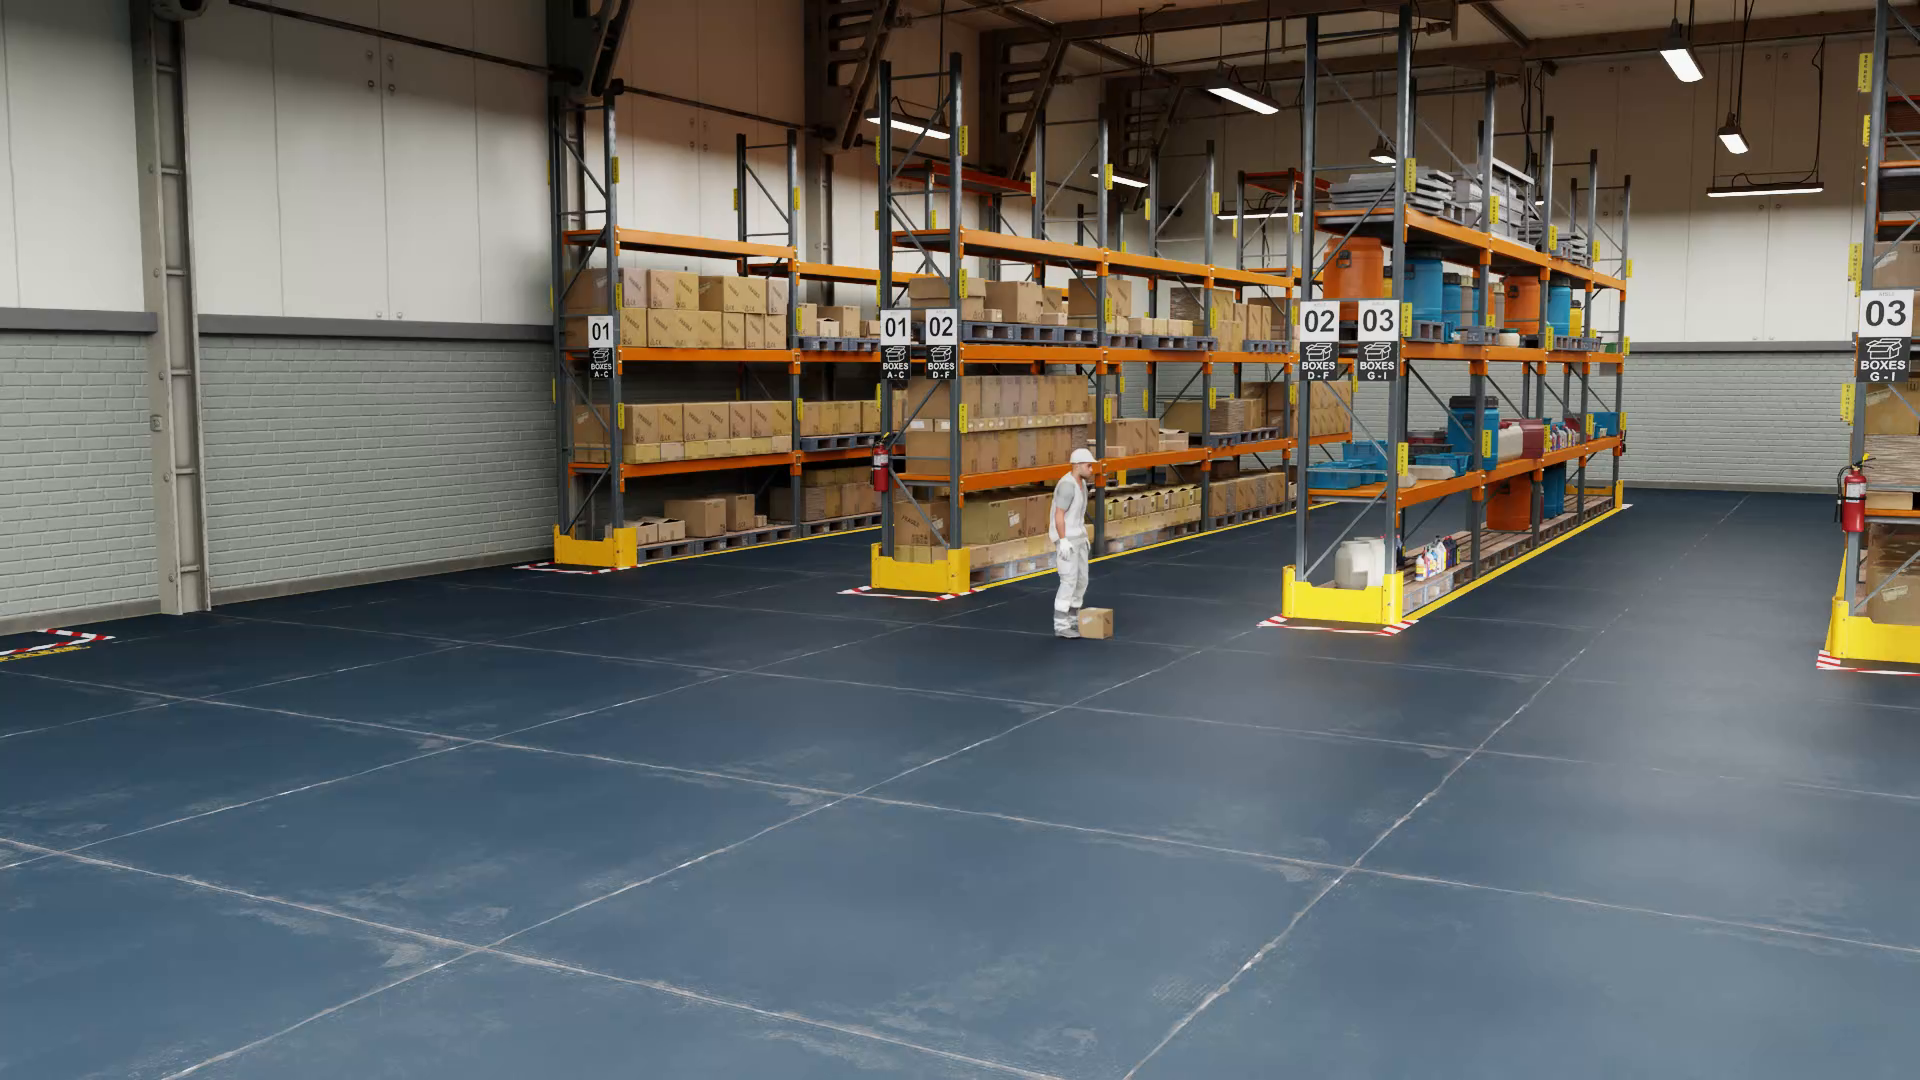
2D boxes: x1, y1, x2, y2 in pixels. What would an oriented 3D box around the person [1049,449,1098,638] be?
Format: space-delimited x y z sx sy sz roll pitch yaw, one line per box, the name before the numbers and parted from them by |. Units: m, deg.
person | 1.087 0.021 15.806 0.453 1.777 0.609 3 6 26
